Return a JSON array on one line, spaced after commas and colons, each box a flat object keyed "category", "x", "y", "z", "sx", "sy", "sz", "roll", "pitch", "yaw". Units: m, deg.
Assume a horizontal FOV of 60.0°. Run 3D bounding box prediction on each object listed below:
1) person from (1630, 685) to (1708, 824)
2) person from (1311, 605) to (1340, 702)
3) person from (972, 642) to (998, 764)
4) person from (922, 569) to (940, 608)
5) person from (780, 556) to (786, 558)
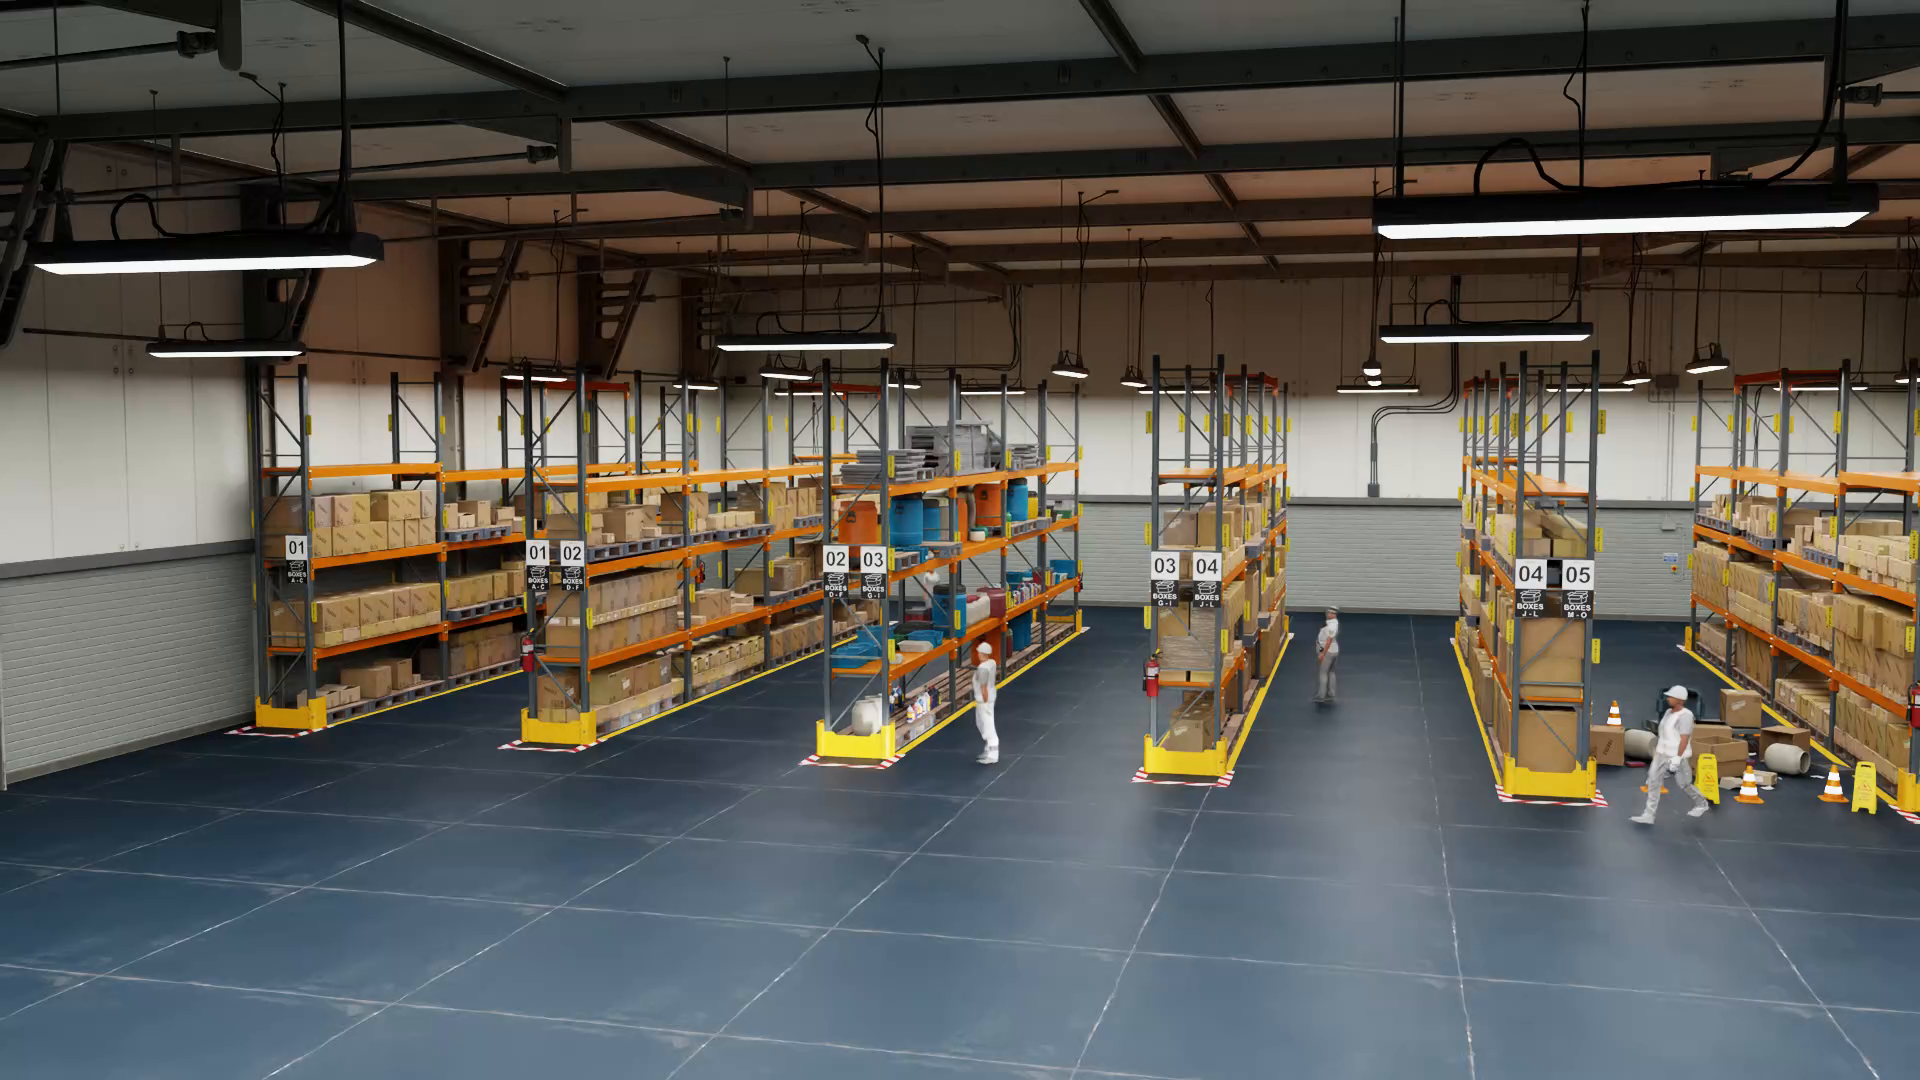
[{"category": "person", "x": 8.954, "y": 2.689, "z": 20.804, "sx": 1.010, "sy": 1.756, "sz": 0.545, "roll": -2, "pitch": 5, "yaw": -29}, {"category": "person", "x": 6.622, "y": 2.053, "z": 30.106, "sx": 0.488, "sy": 1.762, "sz": 0.608, "roll": 2, "pitch": 5, "yaw": 30}, {"category": "person", "x": 0.366, "y": 2.397, "z": 24.675, "sx": 0.385, "sy": 1.799, "sz": 0.711, "roll": 0, "pitch": 4, "yaw": -4}, {"category": "person", "x": -0.654, "y": 1.389, "z": 40.585, "sx": 0.482, "sy": 1.718, "sz": 0.399, "roll": -3, "pitch": 5, "yaw": -40}, {"category": "person", "x": -4.277, "y": 1.286, "z": 41.014, "sx": 0.569, "sy": 1.800, "sz": 0.606, "roll": 2, "pitch": 4, "yaw": 26}]
